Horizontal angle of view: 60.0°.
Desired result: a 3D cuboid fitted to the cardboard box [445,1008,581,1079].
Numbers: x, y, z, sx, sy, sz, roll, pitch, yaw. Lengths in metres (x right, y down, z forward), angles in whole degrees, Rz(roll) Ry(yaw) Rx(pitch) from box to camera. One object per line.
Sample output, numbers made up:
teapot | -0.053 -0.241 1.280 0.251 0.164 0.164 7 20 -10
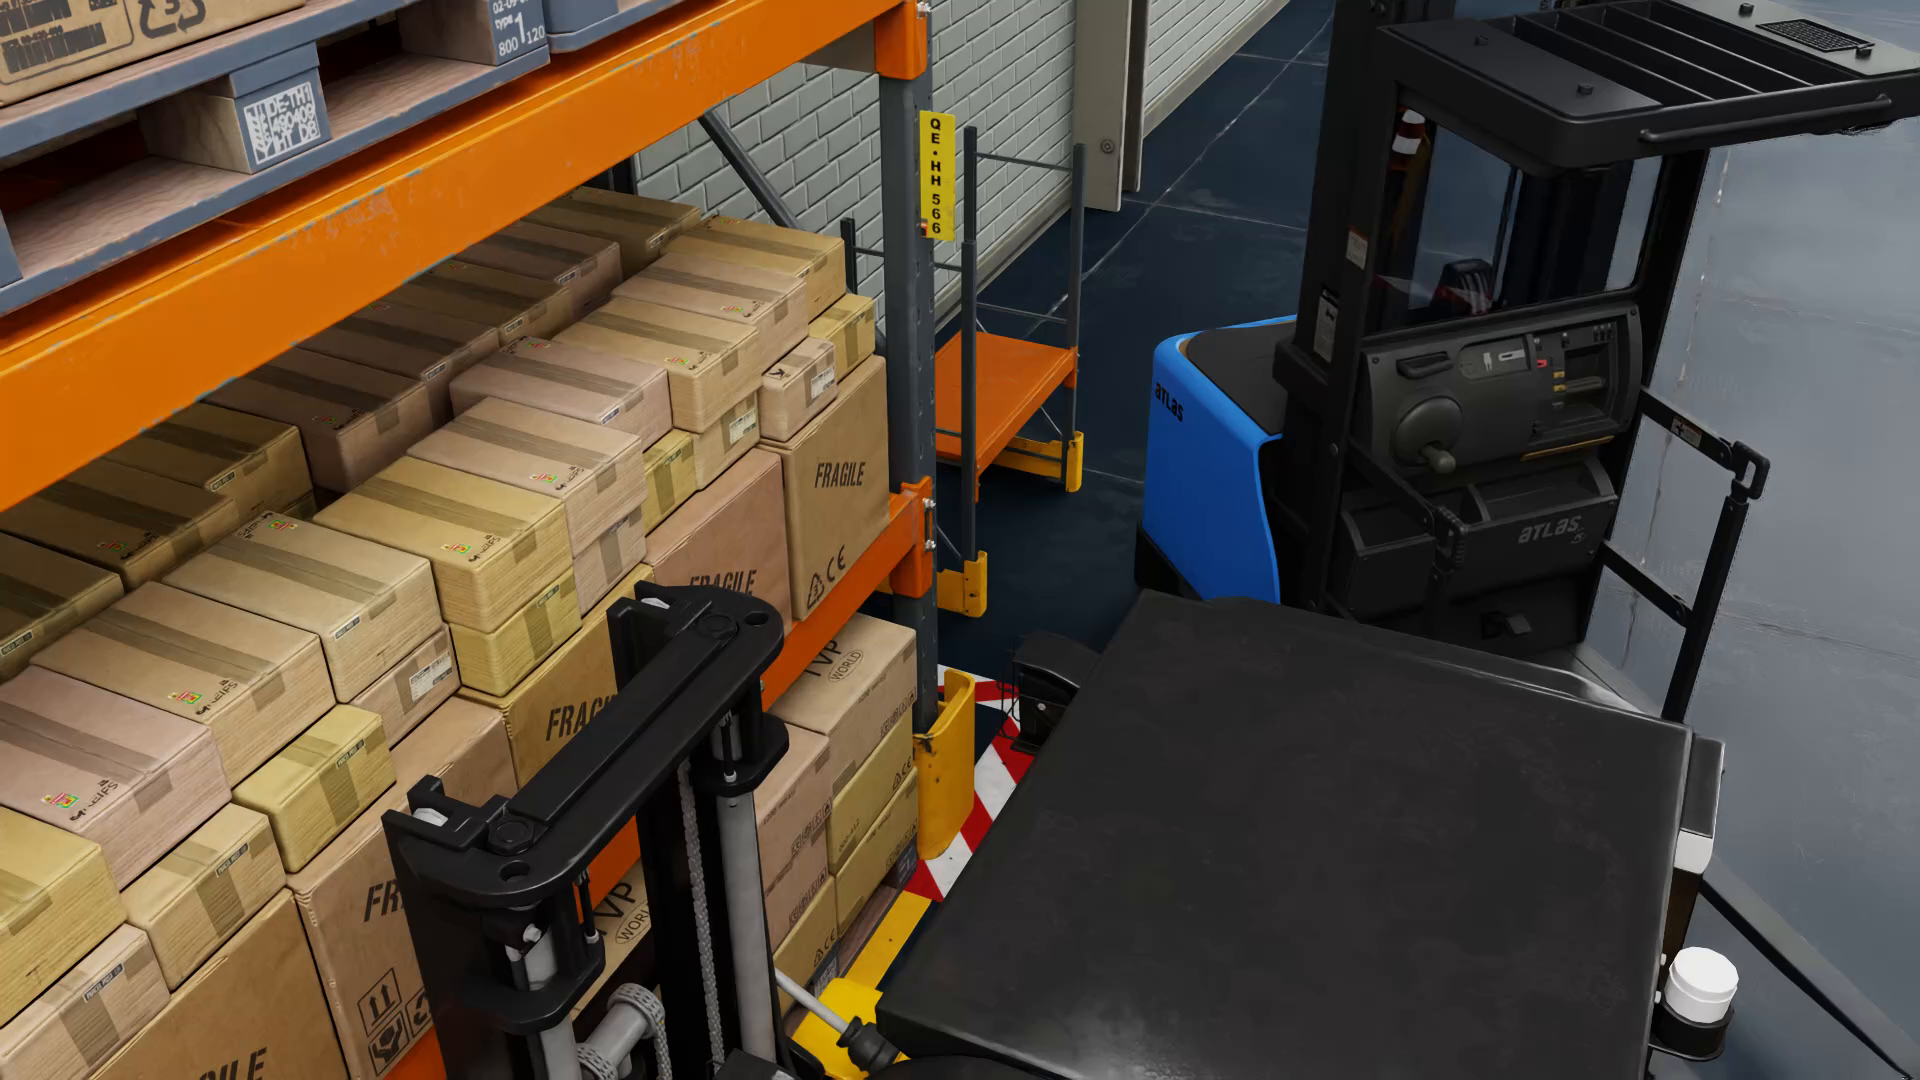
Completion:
cardboard box | -1.084 1.172 3.440 0.500 0.250 0.500 13 36 20

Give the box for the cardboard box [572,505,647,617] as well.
cardboard box | -0.863 -0.007 3.343 0.380 0.149 0.250 13 35 19

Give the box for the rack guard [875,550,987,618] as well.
rack guard | -0.176 0.106 6.361 0.587 0.250 0.087 14 36 20

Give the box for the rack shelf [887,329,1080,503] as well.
rack shelf | 0.036 -0.519 6.502 0.538 0.185 1.000 14 36 20

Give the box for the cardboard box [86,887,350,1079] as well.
cardboard box | -1.382 0.828 2.660 0.500 0.500 0.500 14 36 20

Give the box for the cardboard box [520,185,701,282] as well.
cardboard box | -0.880 -0.764 4.226 0.380 0.149 0.250 13 36 20

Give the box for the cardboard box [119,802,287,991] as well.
cardboard box | -1.285 0.505 2.562 0.380 0.149 0.250 13 35 19

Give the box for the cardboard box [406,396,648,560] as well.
cardboard box | -0.843 -0.127 3.255 0.380 0.149 0.250 15 36 22

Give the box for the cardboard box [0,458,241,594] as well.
cardboard box | -1.553 -0.001 3.061 0.380 0.149 0.250 14 36 21

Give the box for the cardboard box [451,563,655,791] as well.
cardboard box | -0.952 0.330 3.420 0.500 0.500 0.500 13 36 20

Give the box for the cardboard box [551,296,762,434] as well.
cardboard box | -0.663 -0.389 3.654 0.380 0.149 0.250 15 36 22

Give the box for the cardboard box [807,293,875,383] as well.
cardboard box | -0.436 -0.521 4.127 0.380 0.149 0.250 15 36 21

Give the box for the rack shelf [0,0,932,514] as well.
rack shelf | -1.382 -0.403 2.549 1.077 0.370 4.000 14 36 20

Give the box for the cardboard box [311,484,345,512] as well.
cardboard box | -1.416 -0.159 3.575 0.380 0.149 0.250 15 36 21

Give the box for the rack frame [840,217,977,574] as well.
rack frame | -0.177 -0.416 6.017 0.500 1.500 0.032 14 36 20

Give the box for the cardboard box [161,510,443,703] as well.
cardboard box | -1.140 0.109 2.894 0.380 0.149 0.250 15 36 21

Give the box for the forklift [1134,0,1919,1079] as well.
forklift | 1.660 -0.379 4.655 1.130 2.935 3.031 -12 35 -17

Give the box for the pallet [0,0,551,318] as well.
pallet | -1.374 -0.707 2.437 1.003 0.211 1.213 14 36 20

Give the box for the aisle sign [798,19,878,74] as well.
aisle sign | -0.251 -1.498 3.928 0.394 0.787 0.004 14 36 20

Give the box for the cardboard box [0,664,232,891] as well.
cardboard box | -1.349 0.359 2.513 0.380 0.149 0.250 14 36 20

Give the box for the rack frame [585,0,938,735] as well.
rack frame | -0.545 -0.445 4.693 1.000 3.000 0.127 14 36 20

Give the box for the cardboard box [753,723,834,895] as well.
cardboard box | -0.663 0.667 4.209 0.500 0.250 0.500 15 36 21

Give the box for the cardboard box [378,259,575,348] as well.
cardboard box | -1.117 -0.507 3.834 0.380 0.149 0.250 15 36 21

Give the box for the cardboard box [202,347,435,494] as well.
cardboard box | -1.322 -0.250 3.442 0.380 0.149 0.250 15 36 22

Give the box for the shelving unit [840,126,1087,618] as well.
shelving unit | 0.032 -0.665 6.397 0.587 1.500 1.083 14 36 20

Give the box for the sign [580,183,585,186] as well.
sign | -1.047 -0.971 4.633 0.100 0.325 0.005 14 36 20

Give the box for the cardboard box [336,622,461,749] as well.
cardboard box | -1.136 0.227 2.986 0.380 0.149 0.250 14 36 20

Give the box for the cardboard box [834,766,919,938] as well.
cardboard box | -0.455 0.836 4.865 0.500 0.250 0.500 14 36 21

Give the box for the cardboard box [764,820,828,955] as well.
cardboard box | -0.684 0.881 4.339 0.500 0.250 0.500 14 36 20

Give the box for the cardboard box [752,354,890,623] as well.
cardboard box | -0.512 -0.182 4.200 0.500 0.500 0.500 13 36 19

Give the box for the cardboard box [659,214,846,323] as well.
cardboard box | -0.504 -0.656 4.061 0.380 0.149 0.250 14 36 21

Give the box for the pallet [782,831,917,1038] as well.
pallet | -0.827 1.111 4.862 1.003 0.211 1.213 14 36 20

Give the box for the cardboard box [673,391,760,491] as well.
cardboard box | -0.680 -0.272 3.747 0.380 0.149 0.250 15 36 21
